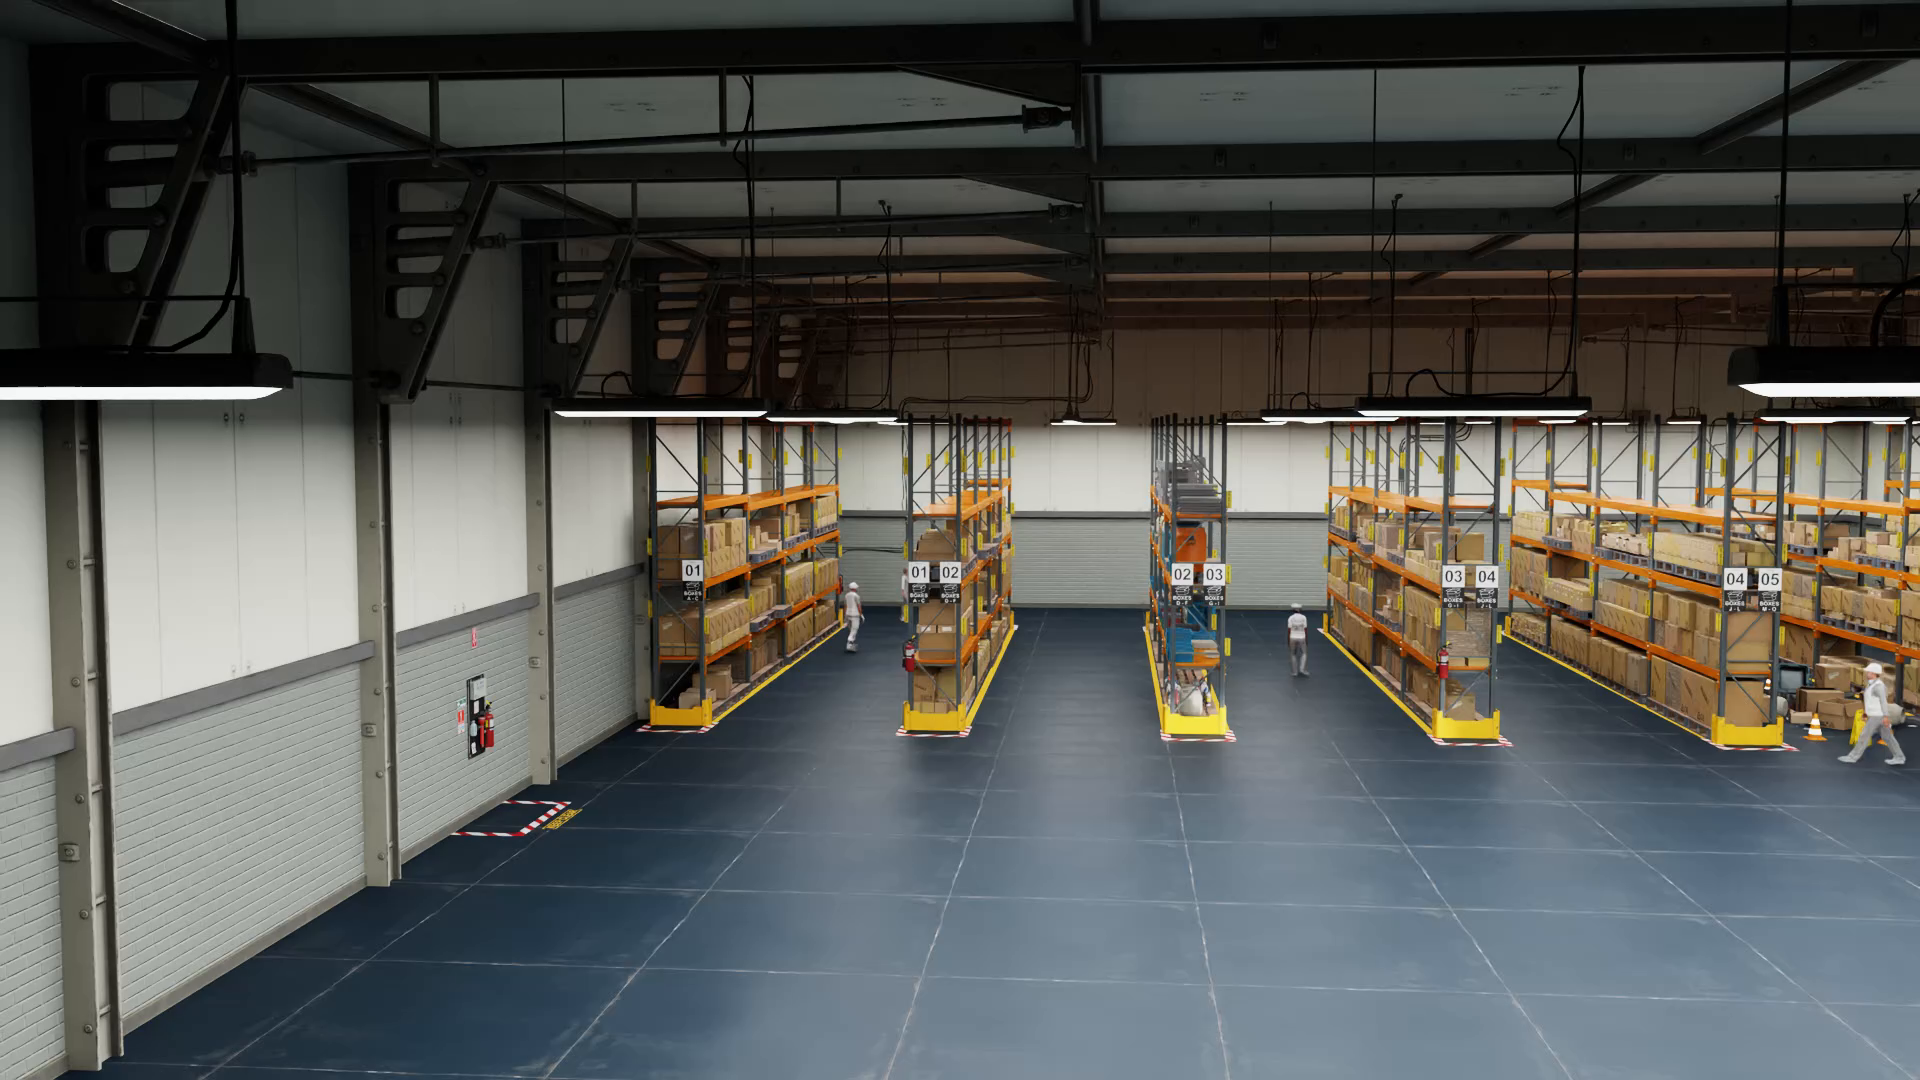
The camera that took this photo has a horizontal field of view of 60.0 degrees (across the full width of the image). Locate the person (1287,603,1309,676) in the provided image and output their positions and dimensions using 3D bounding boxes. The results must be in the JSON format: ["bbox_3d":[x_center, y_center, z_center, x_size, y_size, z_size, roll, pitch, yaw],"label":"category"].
[{"bbox_3d":[7.804,2.311,38.380,0.500,1.673,0.521,0,4,3],"label":"person"}]

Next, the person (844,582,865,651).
[{"bbox_3d":[-2.741,1.968,42.643,0.733,1.787,0.582,-4,5,-45],"label":"person"}]

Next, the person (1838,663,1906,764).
[{"bbox_3d":[15.507,2.941,28.244,1.029,1.706,0.565,2,4,25],"label":"person"}]

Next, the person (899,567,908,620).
[{"bbox_3d":[-1.586,1.616,49.244,0.448,1.625,0.430,0,4,6],"label":"person"}]
